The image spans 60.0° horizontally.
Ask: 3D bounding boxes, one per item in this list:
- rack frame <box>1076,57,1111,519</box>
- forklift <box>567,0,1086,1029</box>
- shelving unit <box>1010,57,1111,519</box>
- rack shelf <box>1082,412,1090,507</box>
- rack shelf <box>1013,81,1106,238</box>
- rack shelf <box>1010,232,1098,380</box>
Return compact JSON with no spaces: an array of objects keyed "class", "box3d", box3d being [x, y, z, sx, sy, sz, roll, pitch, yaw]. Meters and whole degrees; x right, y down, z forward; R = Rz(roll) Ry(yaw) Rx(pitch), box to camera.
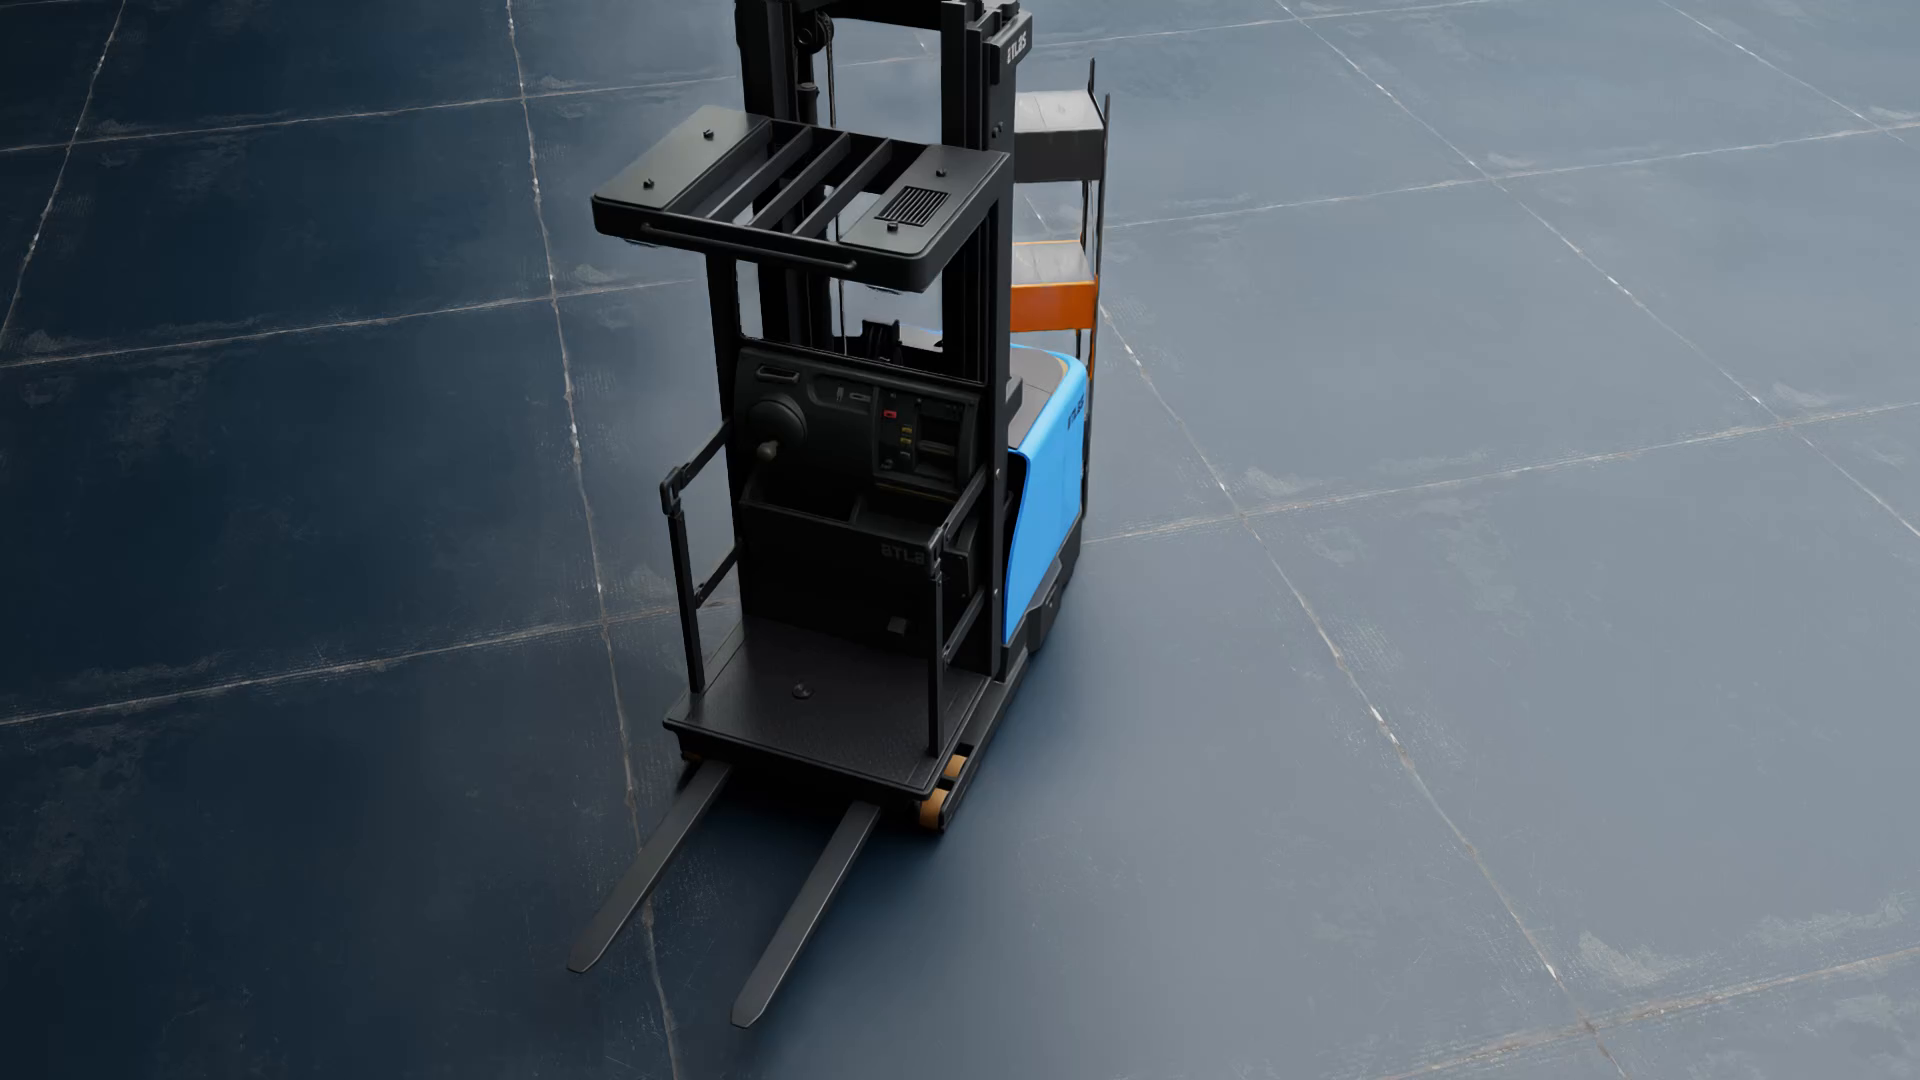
[{"class":"rack frame","box3d":[0.571,-1.055,7.401,0.015,2.100,0.400,-4,38,-5]},{"class":"forklift","box3d":[-0.455,-0.350,5.796,1.130,2.935,3.031,13,39,17]},{"class":"shelving unit","box3d":[0.328,-1.039,7.380,0.503,2.100,0.431,-4,38,-5]},{"class":"rack shelf","box3d":[0.328,-0.472,7.814,0.480,0.518,0.431,-4,38,-5]},{"class":"rack shelf","box3d":[0.328,-1.584,6.963,0.480,0.518,0.431,-4,38,-5]},{"class":"rack shelf","box3d":[0.328,-1.028,7.389,0.480,0.518,0.431,-4,38,-5]}]
